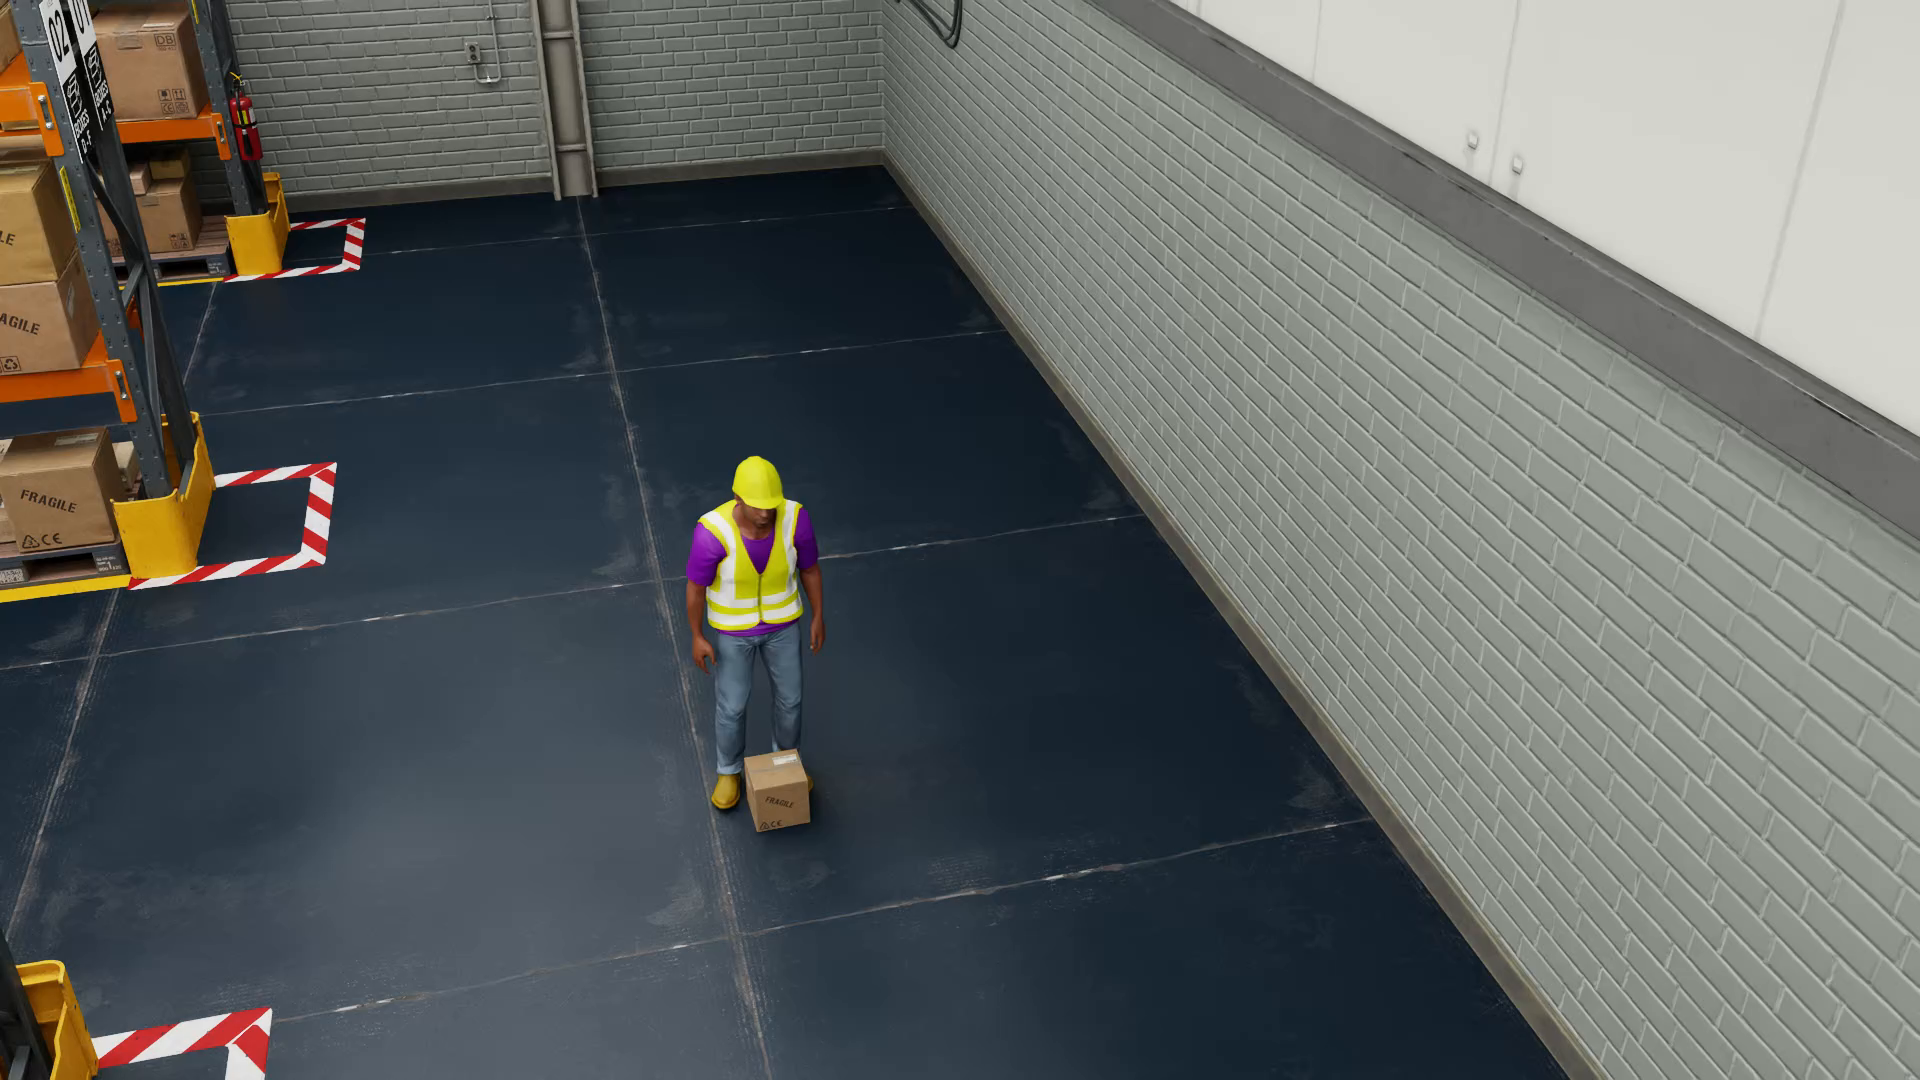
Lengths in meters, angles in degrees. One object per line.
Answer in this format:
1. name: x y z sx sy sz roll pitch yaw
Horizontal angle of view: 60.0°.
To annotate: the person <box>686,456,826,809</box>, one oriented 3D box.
1. person: -0.912 0.397 7.537 0.632 1.759 0.461 -10 31 -16
